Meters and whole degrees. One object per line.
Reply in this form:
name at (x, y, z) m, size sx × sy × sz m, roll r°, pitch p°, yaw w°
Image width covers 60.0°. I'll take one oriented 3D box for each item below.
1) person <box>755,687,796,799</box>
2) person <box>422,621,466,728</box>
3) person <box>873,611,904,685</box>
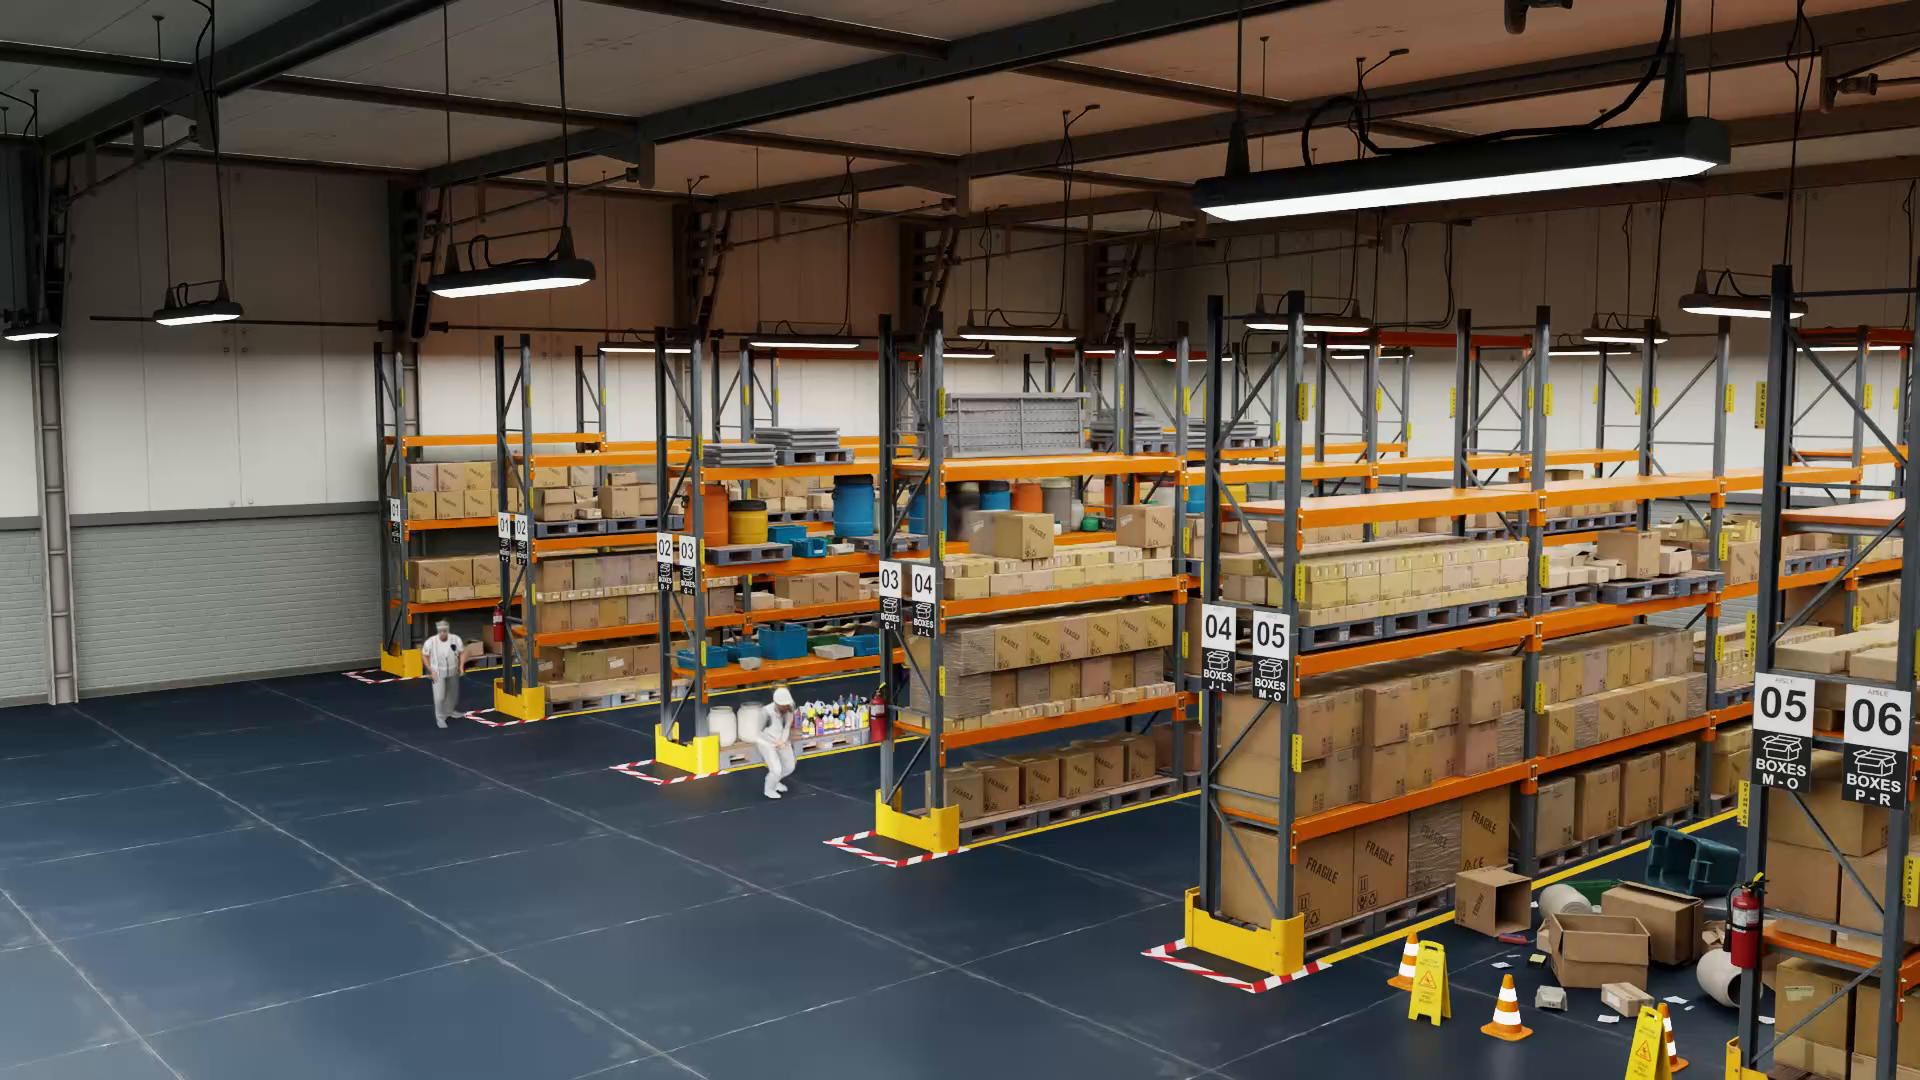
person at (-2.300, 2.533, 20.809) m, size 0.663 × 1.502 × 0.955 m, roll -4°, pitch 7°, yaw -40°
person at (-7.888, 2.028, 25.475) m, size 0.701 × 1.670 × 0.878 m, roll -3°, pitch 6°, yaw -33°
person at (-1.184, 1.760, 28.946) m, size 0.613 × 1.533 × 0.867 m, roll 2°, pitch 6°, yaw 25°
